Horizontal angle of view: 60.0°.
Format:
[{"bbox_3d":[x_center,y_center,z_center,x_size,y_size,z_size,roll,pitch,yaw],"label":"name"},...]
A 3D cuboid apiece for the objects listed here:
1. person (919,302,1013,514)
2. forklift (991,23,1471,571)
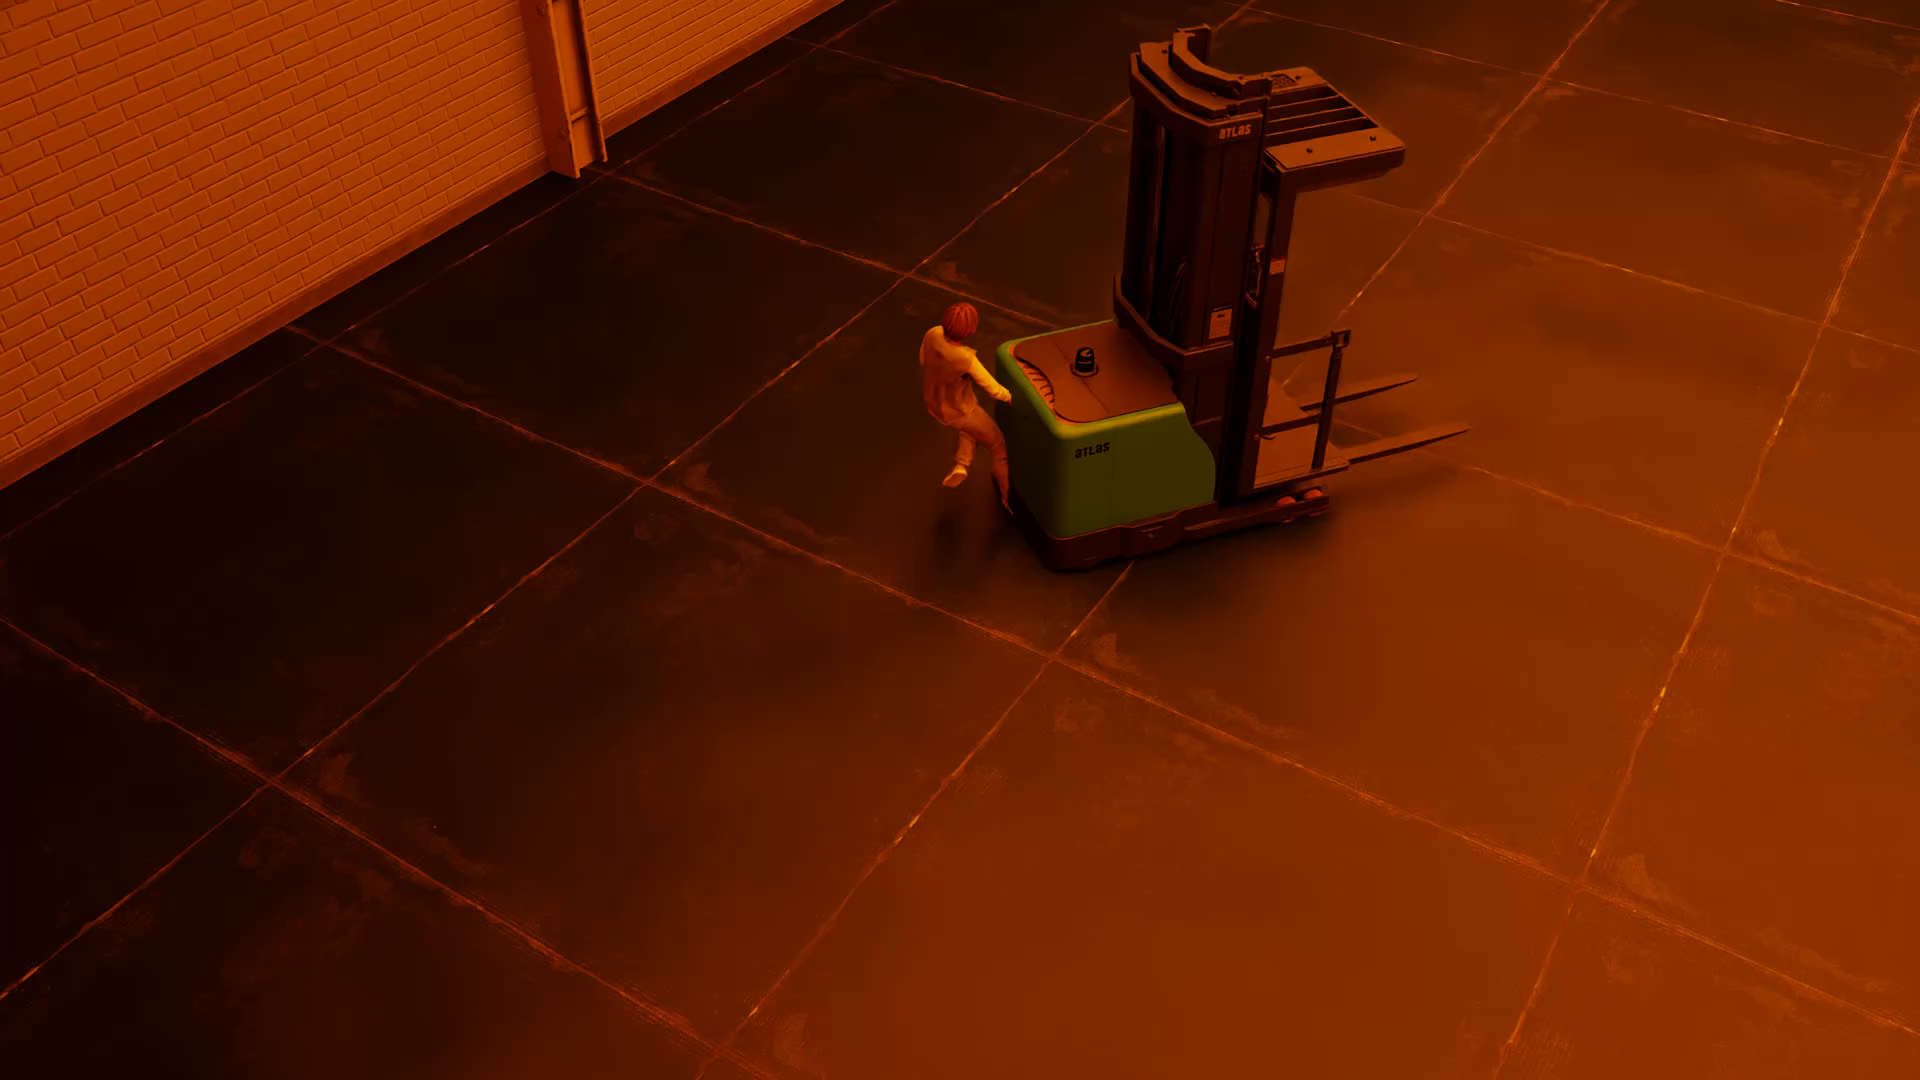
[{"bbox_3d":[0.126,-0.851,10.084,0.604,1.479,0.639,-27,47,-28],"label":"person"},{"bbox_3d":[1.770,-1.529,9.772,3.031,2.935,1.130,-14,42,-16],"label":"forklift"}]
